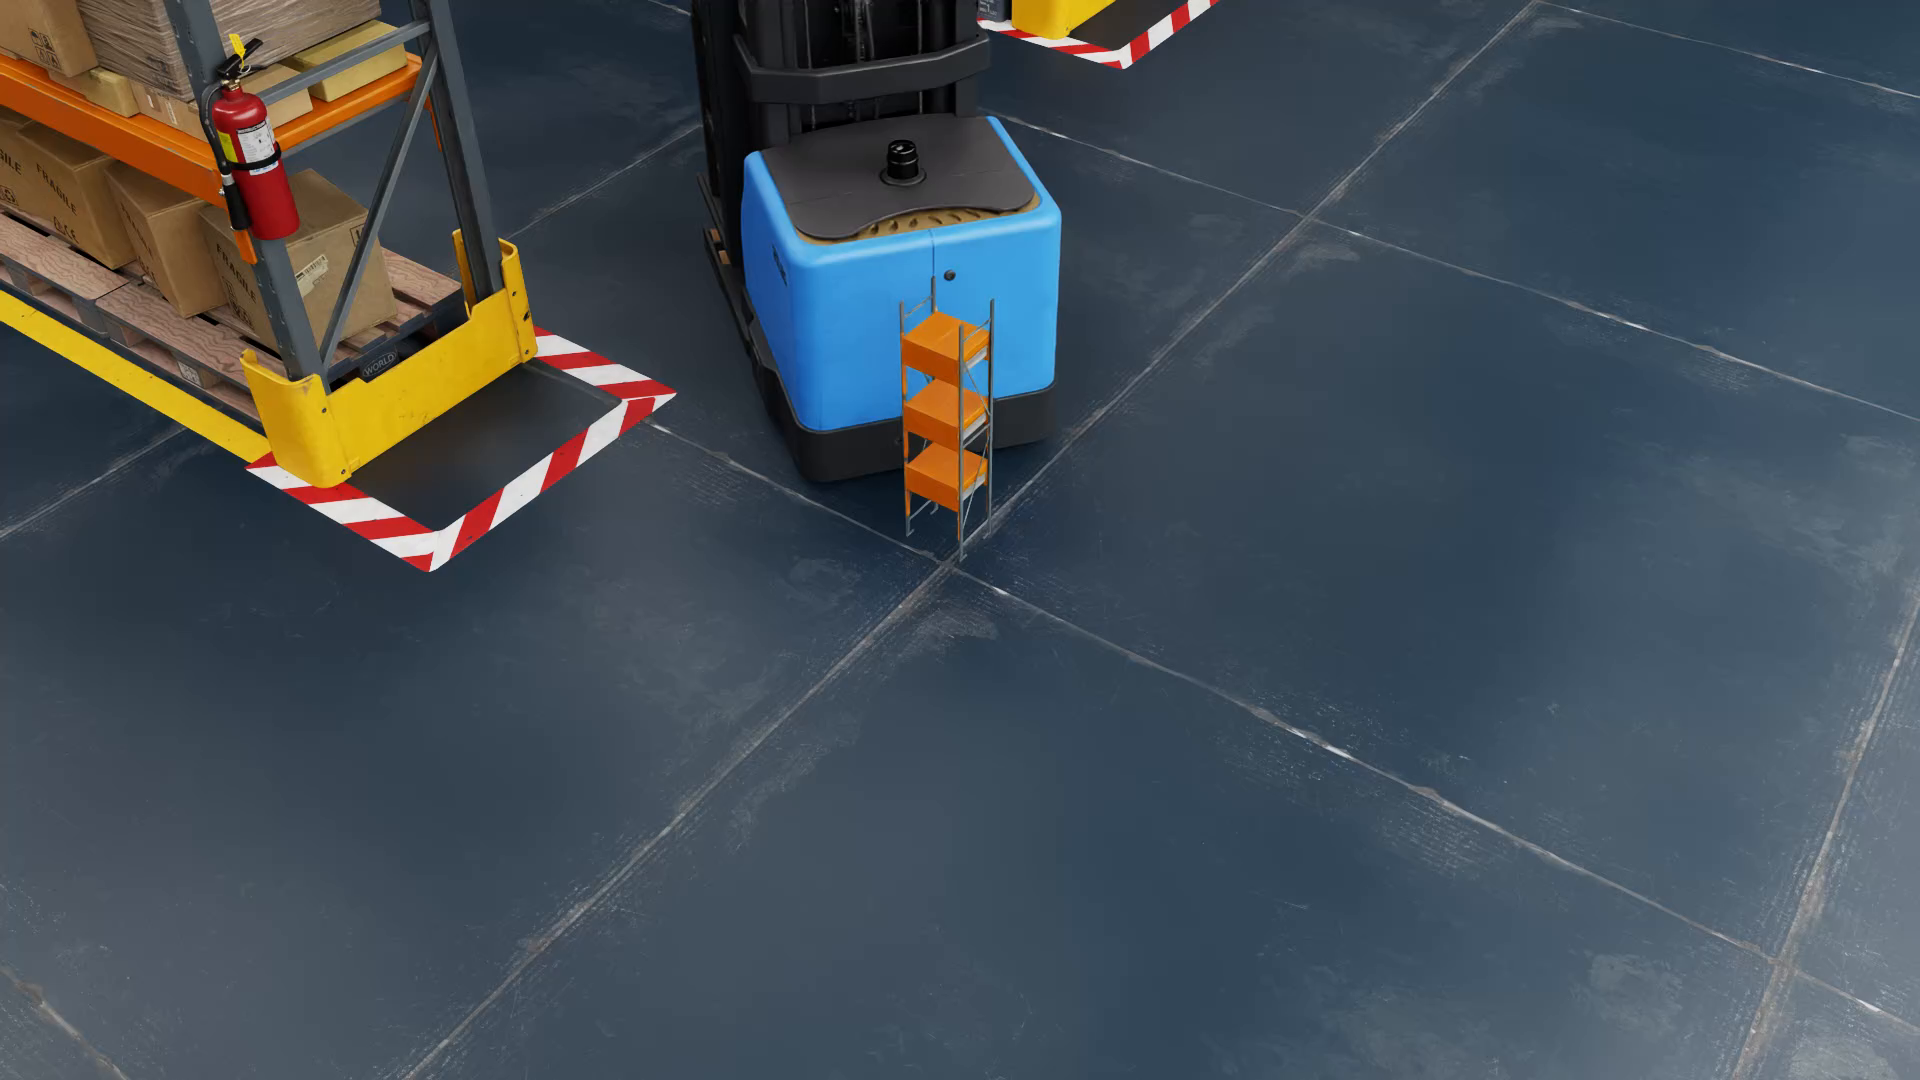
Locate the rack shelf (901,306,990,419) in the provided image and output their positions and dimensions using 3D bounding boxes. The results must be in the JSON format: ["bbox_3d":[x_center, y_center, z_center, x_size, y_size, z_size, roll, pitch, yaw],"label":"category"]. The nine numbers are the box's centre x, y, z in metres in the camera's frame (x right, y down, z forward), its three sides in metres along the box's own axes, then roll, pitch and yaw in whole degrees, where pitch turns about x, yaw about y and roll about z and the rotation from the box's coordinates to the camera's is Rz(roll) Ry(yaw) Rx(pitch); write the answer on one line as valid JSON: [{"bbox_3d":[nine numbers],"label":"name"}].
[{"bbox_3d":[-0.044,-0.615,5.741,0.240,0.259,0.215,25,48,25],"label":"rack shelf"}]

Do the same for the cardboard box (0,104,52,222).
[{"bbox_3d":[-4.149,-1.829,7.604,0.500,0.500,0.500,21,46,22],"label":"cardboard box"}]

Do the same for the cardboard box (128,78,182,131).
[{"bbox_3d":[-2.762,-1.656,6.040,0.250,0.149,0.380,25,48,25],"label":"cardboard box"}]

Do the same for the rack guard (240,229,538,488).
[{"bbox_3d":[-2.268,-0.755,6.719,0.348,0.500,1.175,25,48,25],"label":"rack guard"}]

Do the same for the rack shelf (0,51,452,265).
[{"bbox_3d":[-3.843,-2.155,6.949,4.000,0.370,1.077,25,48,25],"label":"rack shelf"}]

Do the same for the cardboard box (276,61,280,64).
[{"bbox_3d":[-2.496,-1.909,6.323,0.250,0.149,0.380,25,48,25],"label":"cardboard box"}]

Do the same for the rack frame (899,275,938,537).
[{"bbox_3d":[-0.144,-0.458,5.975,0.008,1.050,0.200,25,48,25],"label":"rack frame"}]

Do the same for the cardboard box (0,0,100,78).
[{"bbox_3d":[-3.118,-2.157,6.113,0.500,0.500,0.875,25,48,25],"label":"cardboard box"}]

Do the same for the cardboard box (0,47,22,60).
[{"bbox_3d":[-3.590,-2.030,6.457,0.250,0.149,0.380,25,48,25],"label":"cardboard box"}]

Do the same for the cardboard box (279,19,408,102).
[{"bbox_3d":[-2.302,-1.803,6.204,0.250,0.149,0.380,25,48,25],"label":"cardboard box"}]

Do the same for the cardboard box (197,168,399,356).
[{"bbox_3d":[-2.707,-1.131,6.824,0.500,0.500,0.500,-33,51,-31],"label":"cardboard box"}]

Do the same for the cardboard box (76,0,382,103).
[{"bbox_3d":[-2.640,-2.031,5.972,0.500,0.500,0.875,25,48,25],"label":"cardboard box"}]

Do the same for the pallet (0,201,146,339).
[{"bbox_3d":[-3.907,-1.445,7.707,1.213,0.211,1.003,25,48,25],"label":"pallet"}]

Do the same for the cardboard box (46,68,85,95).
[{"bbox_3d":[-3.192,-1.828,6.232,0.250,0.149,0.380,25,48,25],"label":"cardboard box"}]

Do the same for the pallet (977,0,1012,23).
[{"bbox_3d":[0.026,-3.551,10.060,1.213,0.211,1.003,25,48,25],"label":"pallet"}]

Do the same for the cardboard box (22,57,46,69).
[{"bbox_3d":[-3.373,-1.946,6.364,0.250,0.149,0.380,25,48,25],"label":"cardboard box"}]

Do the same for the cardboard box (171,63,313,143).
[{"bbox_3d":[-2.557,-1.560,5.933,0.250,0.149,0.380,25,48,25],"label":"cardboard box"}]

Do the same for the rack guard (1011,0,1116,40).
[{"bbox_3d":[0.745,-3.386,9.659,0.348,0.500,1.175,25,48,25],"label":"rack guard"}]

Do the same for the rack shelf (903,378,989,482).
[{"bbox_3d":[-0.044,-0.404,5.930,0.240,0.259,0.215,25,48,25],"label":"rack shelf"}]

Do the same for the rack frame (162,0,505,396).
[{"bbox_3d":[-2.205,-1.657,5.853,0.127,3.000,1.000,25,48,25],"label":"rack frame"}]

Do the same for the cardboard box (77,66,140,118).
[{"bbox_3d":[-2.996,-1.724,6.116,0.250,0.149,0.380,25,48,25],"label":"cardboard box"}]

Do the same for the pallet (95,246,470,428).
[{"bbox_3d":[-2.913,-0.978,7.184,1.213,0.211,1.003,25,48,25],"label":"pallet"}]

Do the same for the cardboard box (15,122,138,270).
[{"bbox_3d":[-3.718,-1.591,7.338,0.500,0.500,0.500,30,50,29],"label":"cardboard box"}]

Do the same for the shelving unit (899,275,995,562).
[{"bbox_3d":[-0.044,-0.412,5.923,0.252,1.050,0.215,25,48,25],"label":"shelving unit"}]

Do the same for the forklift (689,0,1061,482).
[{"bbox_3d":[-0.544,-2.310,6.634,1.130,2.935,3.031,-12,43,-13],"label":"forklift"}]

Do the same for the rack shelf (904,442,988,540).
[{"bbox_3d":[-0.044,-0.197,6.115,0.240,0.259,0.215,25,48,25],"label":"rack shelf"}]

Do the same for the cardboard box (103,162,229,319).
[{"bbox_3d":[-3.216,-1.341,7.059,0.500,0.500,0.500,-29,49,-28],"label":"cardboard box"}]

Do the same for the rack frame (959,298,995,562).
[{"bbox_3d":[0.056,-0.365,5.871,0.008,1.050,0.200,25,48,25],"label":"rack frame"}]

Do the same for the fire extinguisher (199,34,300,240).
[{"bbox_3d":[-2.376,-1.333,5.548,0.183,0.674,0.296,25,48,25],"label":"fire extinguisher"}]
